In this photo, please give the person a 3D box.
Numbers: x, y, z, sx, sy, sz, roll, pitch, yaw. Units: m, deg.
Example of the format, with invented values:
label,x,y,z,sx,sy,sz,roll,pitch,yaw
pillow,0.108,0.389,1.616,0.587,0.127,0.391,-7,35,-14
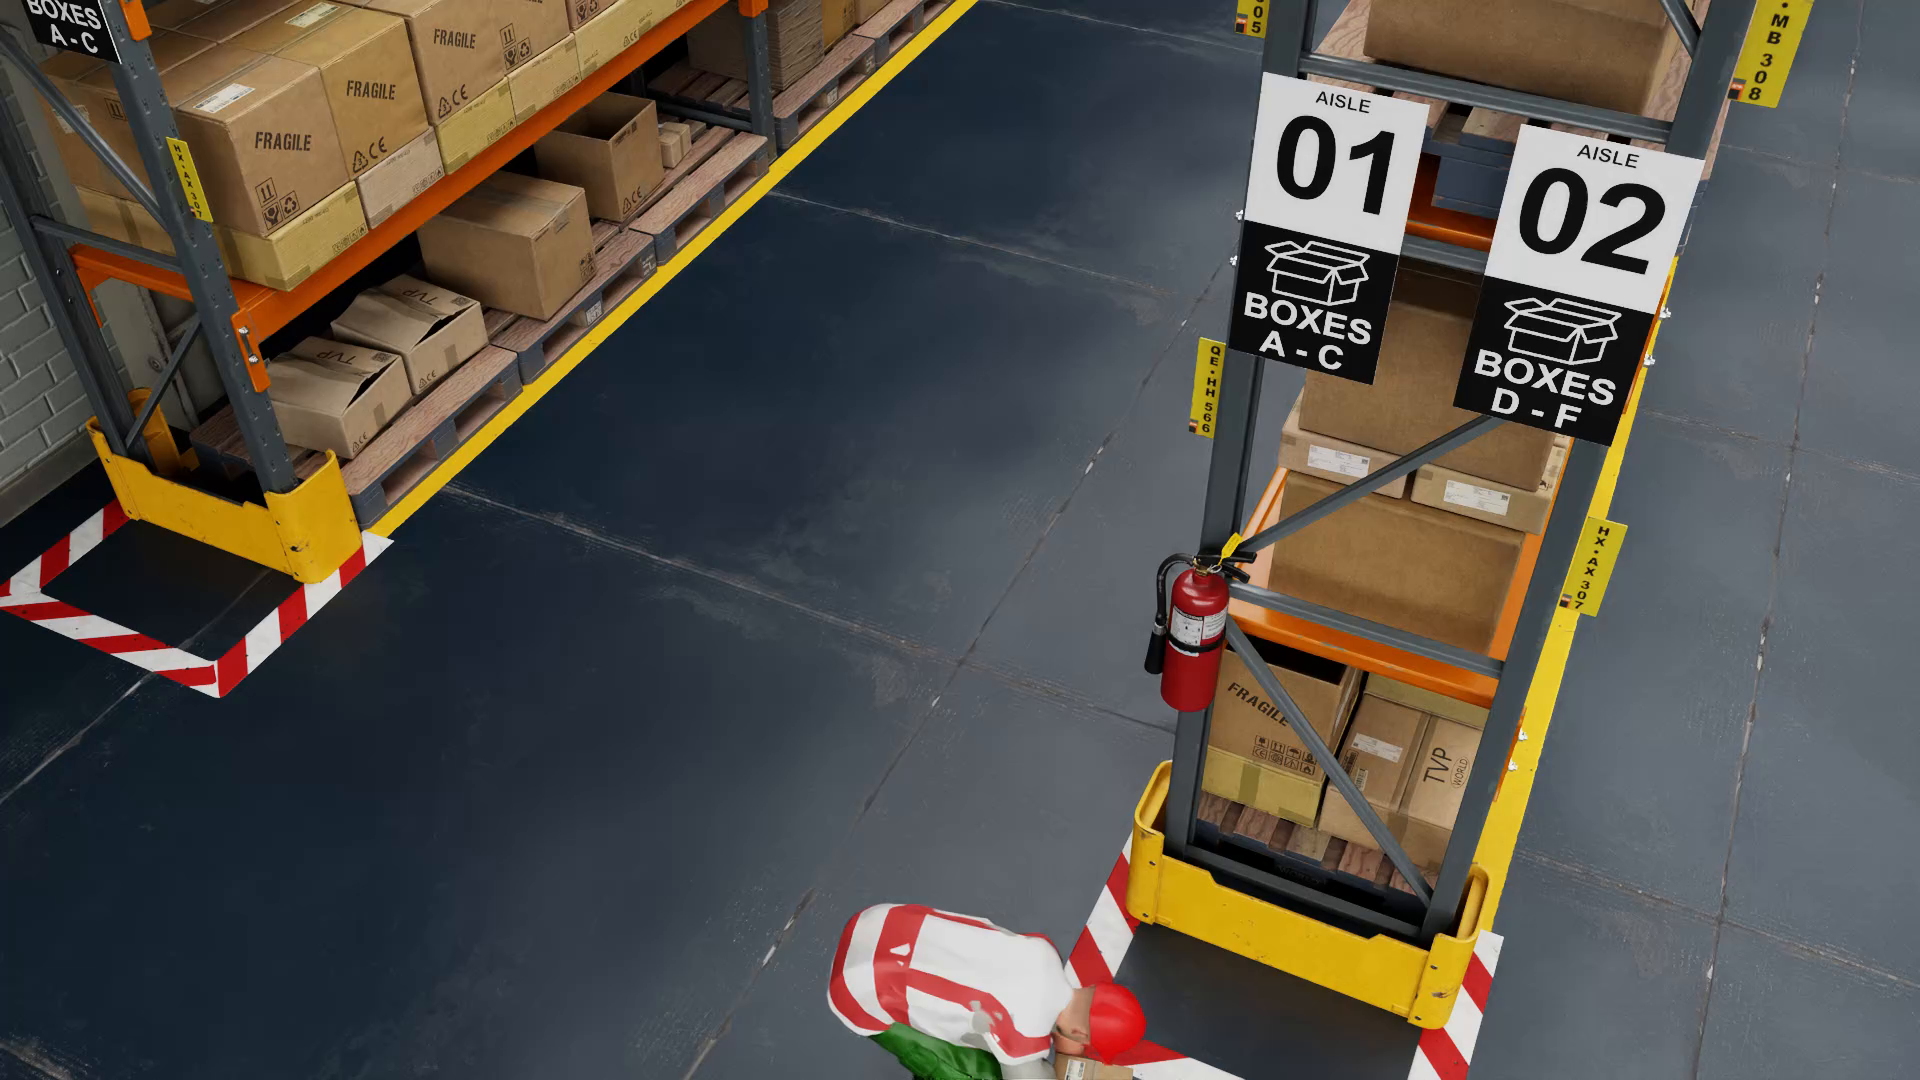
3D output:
label,x,y,z,sx,sy,sz,roll,pitch,yaw
person,0.085,1.520,5.172,0.967,0.854,0.529,7,42,8
